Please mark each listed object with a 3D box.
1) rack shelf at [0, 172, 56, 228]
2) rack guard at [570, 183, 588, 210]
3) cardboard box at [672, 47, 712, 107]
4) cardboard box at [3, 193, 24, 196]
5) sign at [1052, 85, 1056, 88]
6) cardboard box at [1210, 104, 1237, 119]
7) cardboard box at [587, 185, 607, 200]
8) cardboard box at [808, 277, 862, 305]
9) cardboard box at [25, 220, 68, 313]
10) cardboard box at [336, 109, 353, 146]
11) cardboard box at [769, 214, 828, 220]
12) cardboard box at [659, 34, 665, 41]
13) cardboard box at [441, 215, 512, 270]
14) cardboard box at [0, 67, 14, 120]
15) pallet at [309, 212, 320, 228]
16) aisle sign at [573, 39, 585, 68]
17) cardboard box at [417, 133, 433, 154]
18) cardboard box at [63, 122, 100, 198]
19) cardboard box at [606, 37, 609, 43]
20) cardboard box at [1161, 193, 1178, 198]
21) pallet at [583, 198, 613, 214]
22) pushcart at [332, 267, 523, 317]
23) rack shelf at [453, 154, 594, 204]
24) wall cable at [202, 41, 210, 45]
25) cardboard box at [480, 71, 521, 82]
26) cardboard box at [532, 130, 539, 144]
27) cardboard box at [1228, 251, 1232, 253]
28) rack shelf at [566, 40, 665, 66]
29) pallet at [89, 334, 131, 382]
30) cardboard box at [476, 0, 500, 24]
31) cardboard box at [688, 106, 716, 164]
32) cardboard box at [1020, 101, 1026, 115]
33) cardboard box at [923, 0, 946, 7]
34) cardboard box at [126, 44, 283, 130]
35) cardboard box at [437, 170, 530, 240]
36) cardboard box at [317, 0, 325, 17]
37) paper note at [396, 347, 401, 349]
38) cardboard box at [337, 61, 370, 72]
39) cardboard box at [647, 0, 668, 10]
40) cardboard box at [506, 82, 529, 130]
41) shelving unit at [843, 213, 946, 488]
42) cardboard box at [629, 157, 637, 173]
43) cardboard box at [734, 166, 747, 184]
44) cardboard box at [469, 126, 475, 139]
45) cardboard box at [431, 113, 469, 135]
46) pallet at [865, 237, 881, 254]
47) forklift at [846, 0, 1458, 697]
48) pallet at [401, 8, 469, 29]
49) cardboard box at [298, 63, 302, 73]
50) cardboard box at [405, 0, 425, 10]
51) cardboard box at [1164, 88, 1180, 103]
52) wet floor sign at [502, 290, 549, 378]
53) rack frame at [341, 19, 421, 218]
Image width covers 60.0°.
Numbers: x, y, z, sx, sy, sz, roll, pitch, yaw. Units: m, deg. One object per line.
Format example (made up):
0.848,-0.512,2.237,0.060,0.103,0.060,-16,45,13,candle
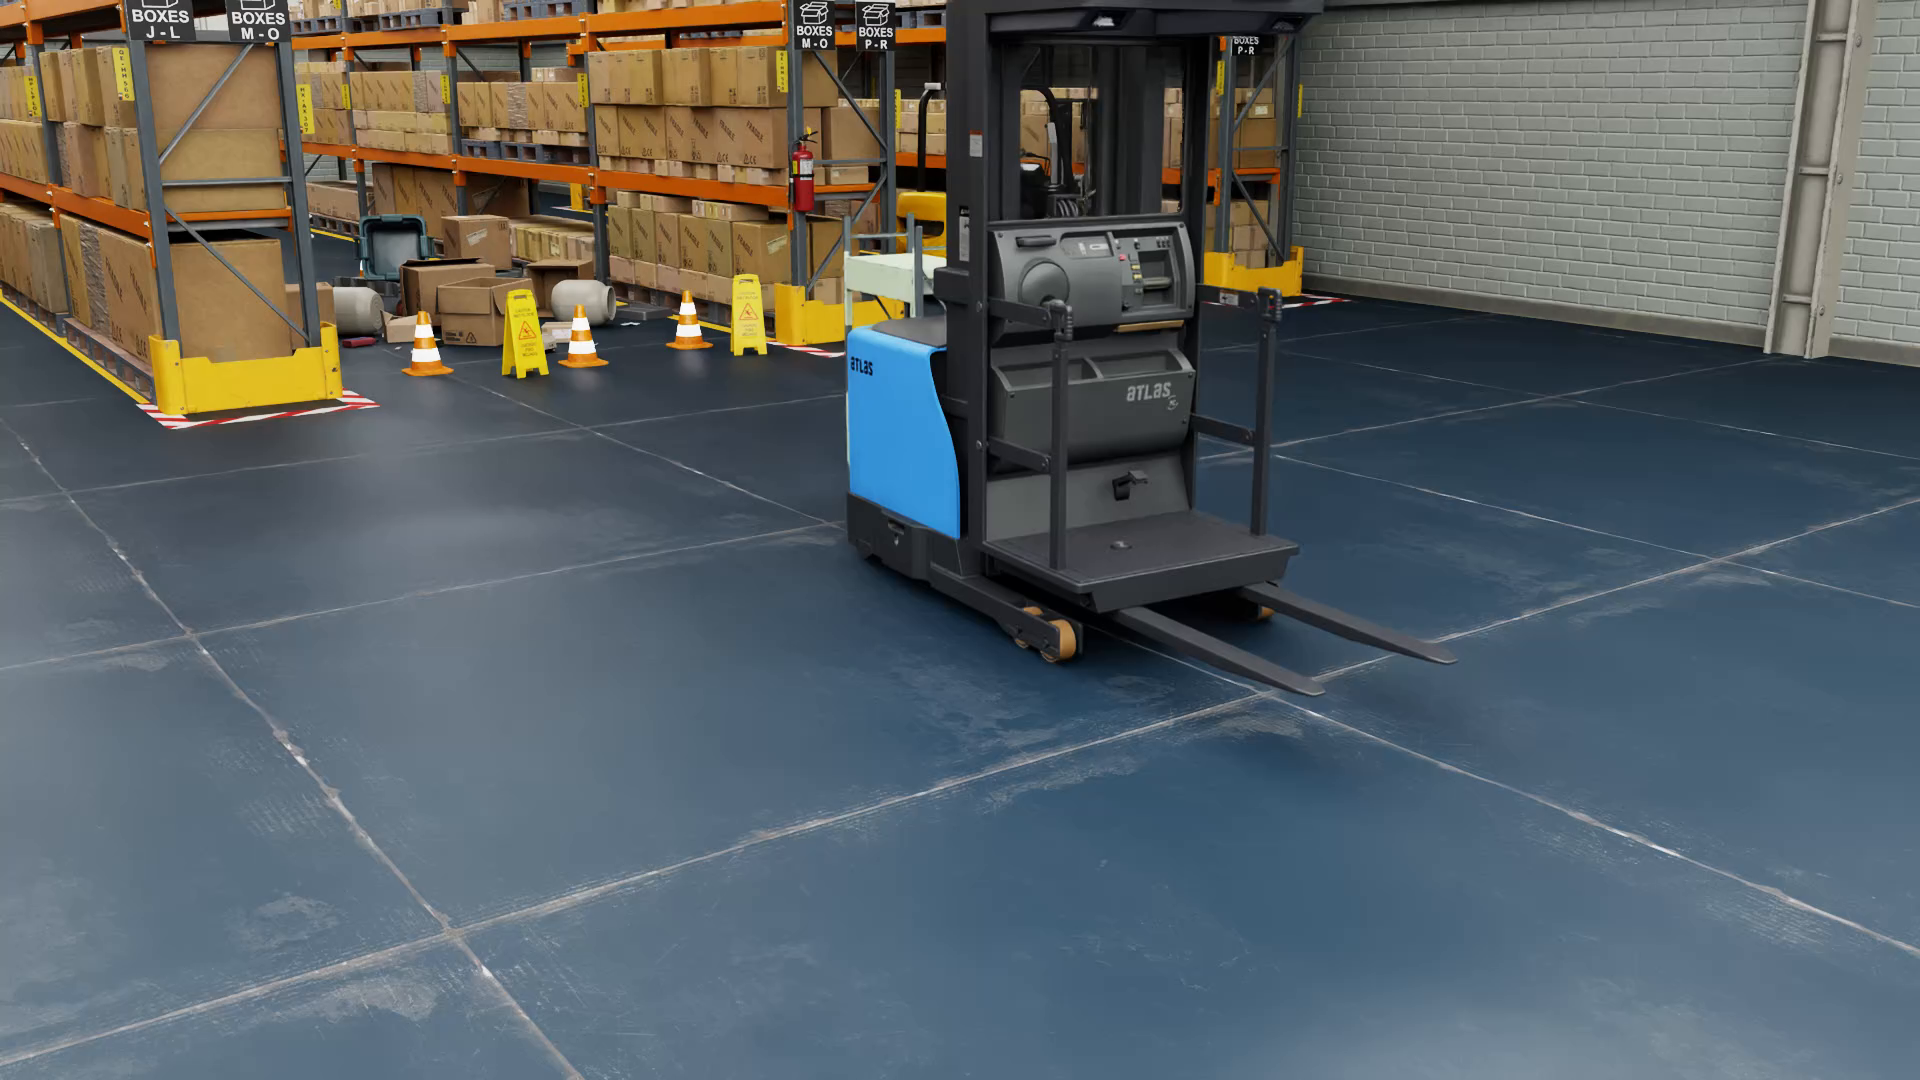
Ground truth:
-8.463,-3.342,15.966,1.077,0.370,4.000,-11,19,-35,rack shelf
-6.341,-6.163,29.648,1.175,0.500,0.348,-11,19,-35,rack guard
-2.142,-4.149,14.905,0.700,0.500,0.500,-11,19,-35,cardboard box
-10.559,-3.686,18.380,0.500,0.250,0.500,-11,19,-34,cardboard box
1.118,-5.365,20.206,0.100,0.325,0.005,-11,19,-35,sign
2.591,-4.360,16.907,0.380,0.149,0.250,-11,19,-34,cardboard box
-6.103,-6.238,29.120,0.797,0.503,0.637,-12,19,-37,cardboard box
-1.241,-2.289,15.170,0.500,0.250,0.500,-11,19,-35,cardboard box
-7.725,-2.498,14.986,1.050,0.750,0.750,-11,19,-35,cardboard box
-8.526,-5.867,23.642,0.500,0.500,0.500,-11,19,-34,cardboard box
-1.567,-2.767,15.495,0.500,0.500,0.500,-12,19,-37,cardboard box
-4.484,-7.888,26.006,0.380,0.149,0.250,-11,19,-35,cardboard box
-4.765,-2.928,16.394,0.500,0.500,0.500,-11,19,-35,cardboard box
-9.085,-4.441,16.537,0.700,0.500,0.500,-11,19,-35,cardboard box
-9.865,-5.110,26.348,1.003,0.211,1.213,-11,19,-35,pallet
-6.663,-8.608,28.921,0.394,0.787,0.004,-11,19,-35,aisle sign
-6.515,-5.008,20.974,0.500,0.250,0.500,-10,18,-34,cardboard box
-6.497,-3.010,13.106,0.875,0.550,0.550,-11,19,-35,cardboard box
-5.655,-8.330,27.623,0.380,0.149,0.250,-11,19,-35,cardboard box
2.310,-3.674,18.336,0.500,0.250,0.500,-11,19,-35,cardboard box
-5.871,-5.854,29.064,1.003,0.211,1.213,-11,19,-35,pallet
-5.158,-2.422,16.211,0.936,0.377,1.648,10,18,33,pushcart
-4.519,-4.132,18.852,1.077,0.370,4.000,-11,19,-35,rack shelf
-13.733,-8.320,30.807,0.585,1.953,0.123,-11,19,-35,wall cable
-5.787,-5.579,20.696,0.500,0.500,0.500,-12,19,-36,cardboard box
-4.457,-4.420,18.224,0.380,0.149,0.250,-11,19,-35,cardboard box
2.490,-2.896,17.389,0.500,0.250,0.500,-11,19,-34,cardboard box
-5.210,-8.058,27.516,1.077,0.370,4.000,-11,19,-35,rack shelf
-6.182,-1.481,13.089,1.003,0.211,1.213,-11,19,-35,pallet
-5.145,-6.197,19.163,0.700,0.500,0.500,-11,19,-35,cardboard box
-2.115,-3.677,15.077,0.500,0.500,0.500,-11,19,-35,cardboard box
0.798,-5.020,19.317,0.380,0.149,0.250,-10,18,-33,cardboard box
-0.222,-6.587,20.269,0.380,0.149,0.250,-11,19,-35,cardboard box
-5.122,-3.086,11.339,0.875,0.550,0.550,-11,19,-35,cardboard box
-6.034,-4.244,21.129,0.875,0.875,0.875,-11,19,-35,cardboard box
-8.866,-7.790,23.994,0.797,0.503,0.637,-9,18,-30,cardboard box
-4.708,-1.610,13.940,0.032,0.001,0.123,-2,15,-6,paper note
-8.485,-6.620,23.267,0.380,0.149,0.250,-11,19,-36,cardboard box
-2.671,-4.984,15.396,0.380,0.149,0.250,-11,19,-36,cardboard box
-4.700,-4.837,18.520,0.500,0.500,0.500,-12,19,-37,cardboard box
-0.223,-0.839,8.300,0.431,1.500,0.755,-9,18,-30,shelving unit
-3.046,-3.715,16.445,0.380,0.149,0.250,-11,19,-35,cardboard box
-1.756,-3.218,14.627,0.380,0.149,0.250,-11,19,-35,cardboard box
-5.654,-4.889,19.936,0.380,0.149,0.250,-12,19,-38,cardboard box
-6.185,-5.138,20.505,0.500,0.250,0.500,-11,19,-35,cardboard box
-0.516,-3.890,21.888,1.003,0.211,1.213,-11,19,-35,pallet
0.657,-1.083,6.480,1.130,2.935,3.031,-9,18,-30,forklift
-6.116,-6.391,20.419,1.213,0.211,1.003,-10,18,-32,pallet
-9.663,-7.059,24.874,0.380,0.149,0.250,-11,19,-34,cardboard box
-6.430,-6.785,20.518,0.700,0.500,0.500,-12,19,-37,cardboard box
2.295,-4.616,17.280,0.380,0.149,0.250,-10,18,-33,cardboard box
-3.317,-1.573,12.601,0.232,0.644,0.267,14,21,42,wet floor sign
-8.047,-5.760,23.438,1.000,3.000,0.127,-11,19,-35,rack frame
